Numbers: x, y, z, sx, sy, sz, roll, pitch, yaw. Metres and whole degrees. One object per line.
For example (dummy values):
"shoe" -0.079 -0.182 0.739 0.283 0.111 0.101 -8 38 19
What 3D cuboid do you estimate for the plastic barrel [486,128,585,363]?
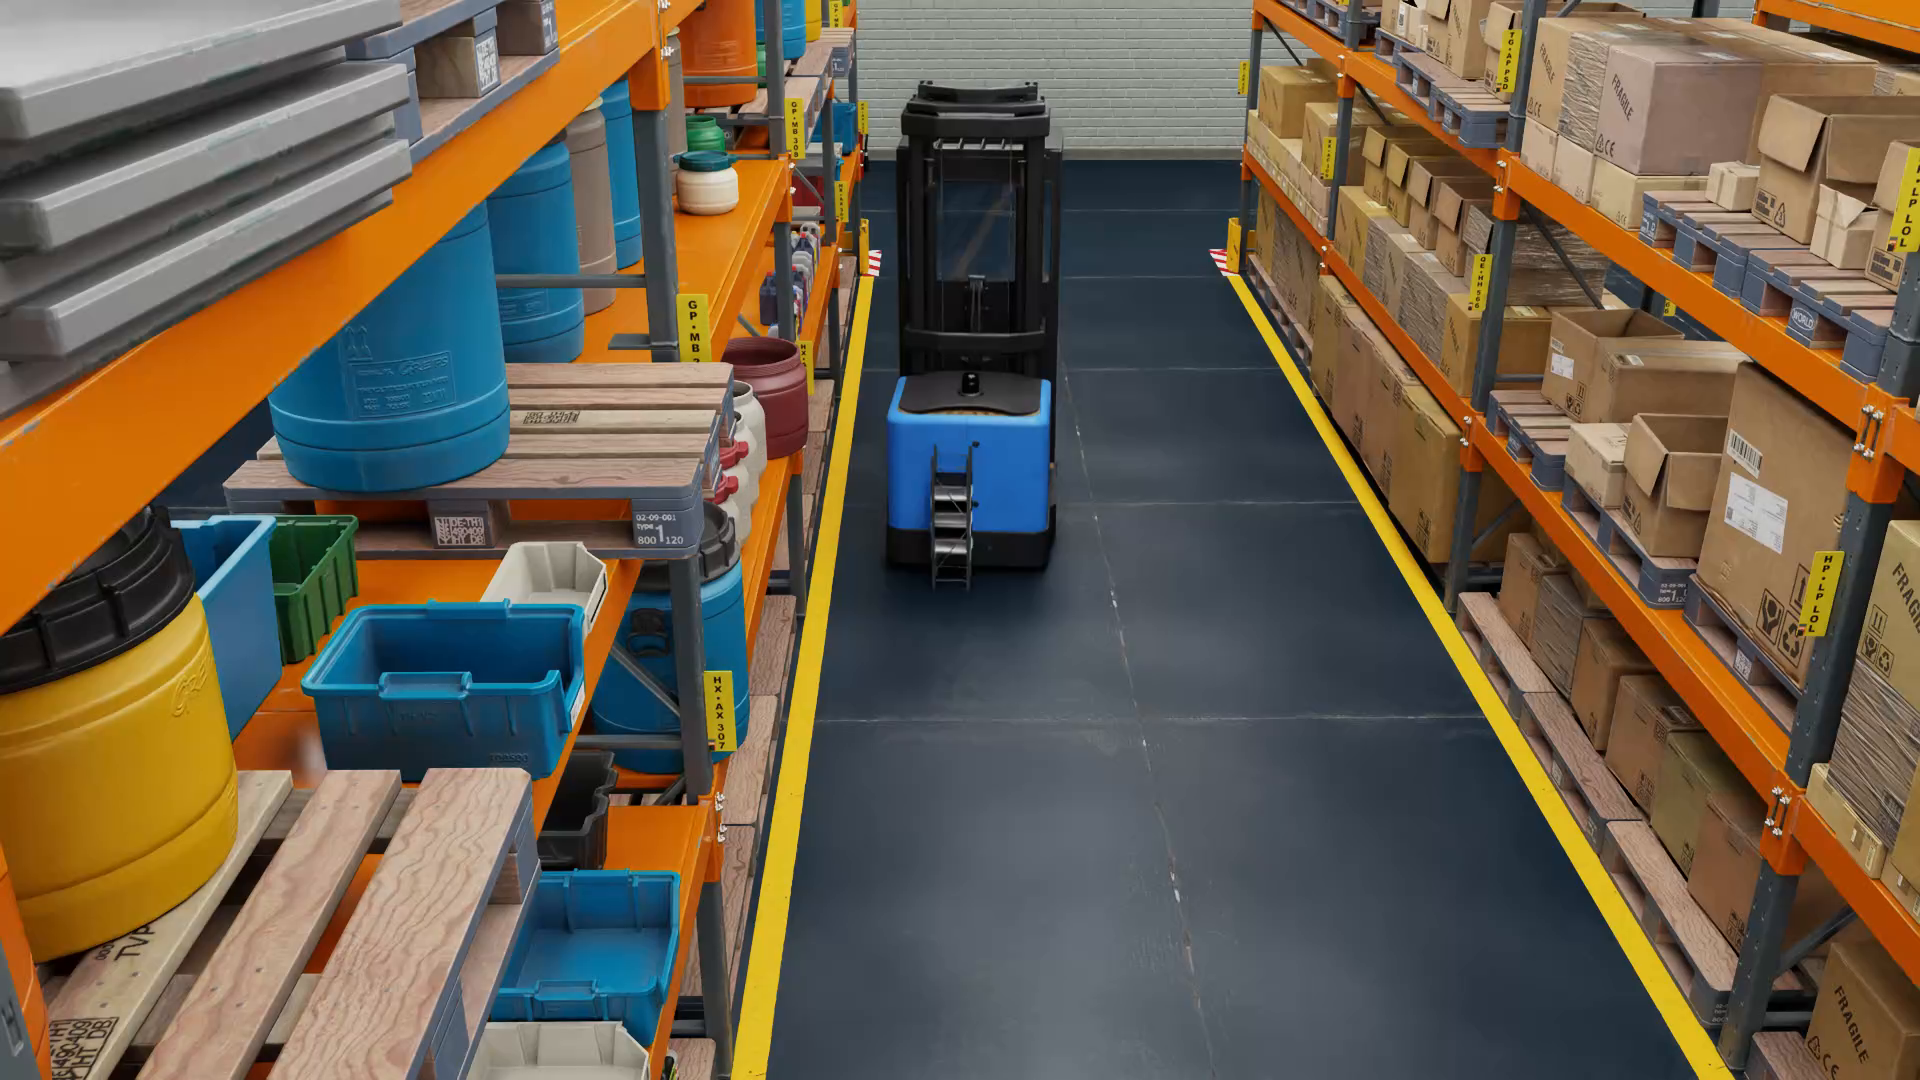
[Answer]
"plastic barrel" -1.627 -1.069 5.725 0.600 0.901 0.708 0 24 -1

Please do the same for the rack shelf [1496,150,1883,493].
"rack shelf" 3.527 -1.150 7.386 1.077 0.370 4.000 0 24 -1

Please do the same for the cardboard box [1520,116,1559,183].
"cardboard box" 3.255 -2.039 8.661 0.500 0.250 0.500 0 24 0

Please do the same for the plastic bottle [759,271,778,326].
"plastic bottle" -1.293 -1.652 11.322 0.144 0.351 0.185 0 24 -1

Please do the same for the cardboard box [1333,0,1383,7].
"cardboard box" 3.393 -4.555 13.289 0.700 0.500 0.500 -2 24 -4

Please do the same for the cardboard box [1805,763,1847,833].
"cardboard box" 3.250 0.917 5.887 0.380 0.149 0.250 0 24 -1

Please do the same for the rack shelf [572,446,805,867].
"rack shelf" -1.426 0.239 7.955 1.077 0.370 4.000 0 24 -1

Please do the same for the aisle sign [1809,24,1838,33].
"aisle sign" 8.678 -5.429 16.458 0.394 0.787 0.004 0 24 -1

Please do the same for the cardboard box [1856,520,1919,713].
"cardboard box" 3.299 0.263 5.334 0.500 0.500 0.500 0 24 -1

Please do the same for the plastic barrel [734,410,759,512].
"plastic barrel" -1.218 -0.368 8.287 0.421 0.512 0.421 0 24 0

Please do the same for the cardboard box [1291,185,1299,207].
"cardboard box" 3.119 -3.018 14.587 0.380 0.149 0.250 0 24 0

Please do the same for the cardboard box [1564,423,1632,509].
"cardboard box" 3.293 -0.367 8.094 0.500 0.250 0.500 -1 24 -2

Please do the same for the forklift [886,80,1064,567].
"forklift" 0.143 -1.729 11.516 1.130 2.935 3.031 2 24 4

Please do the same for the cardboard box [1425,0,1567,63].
"cardboard box" 3.461 -3.382 10.814 0.797 0.503 0.637 -1 24 -1

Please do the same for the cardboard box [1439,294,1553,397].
"cardboard box" 3.252 -1.183 10.105 0.500 0.500 0.500 0 24 1

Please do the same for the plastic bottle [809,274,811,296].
"plastic bottle" -1.124 -1.849 11.938 0.097 0.201 0.097 0 24 0

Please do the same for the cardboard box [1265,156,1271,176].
"cardboard box" 3.105 -3.546 15.756 0.380 0.149 0.250 -1 24 -2

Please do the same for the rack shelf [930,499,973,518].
"rack shelf" -0.051 -0.189 10.439 0.258 0.077 0.200 2 24 4

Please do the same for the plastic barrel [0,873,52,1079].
"plastic barrel" -1.493 0.430 1.989 0.600 0.830 0.708 0 24 -1

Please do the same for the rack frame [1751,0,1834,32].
"rack frame" 8.378 -4.213 16.924 1.000 3.000 0.127 0 24 -1

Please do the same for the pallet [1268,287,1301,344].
"pallet" 3.515 -2.131 15.705 1.003 0.211 1.213 0 24 -1

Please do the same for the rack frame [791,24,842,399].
"rack frame" -1.491 -2.562 13.274 1.000 3.000 0.127 0 24 -1

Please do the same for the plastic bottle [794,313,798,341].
"plastic bottle" -1.093 -1.381 10.805 0.061 0.283 0.133 0 24 -1

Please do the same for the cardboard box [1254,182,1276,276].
"cardboard box" 3.505 -3.192 16.736 0.875 0.875 0.875 0 24 -1

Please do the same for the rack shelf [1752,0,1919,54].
"rack shelf" 8.400 -4.428 14.632 1.077 0.370 4.000 0 24 -1

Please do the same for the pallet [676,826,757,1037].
"pallet" -1.452 1.682 7.275 1.003 0.211 1.213 0 24 -1

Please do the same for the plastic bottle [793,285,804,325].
"plastic bottle" -1.144 -1.608 11.316 0.152 0.276 0.135 0 24 -1

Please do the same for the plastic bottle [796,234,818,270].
"plastic bottle" -1.160 -2.194 12.611 0.152 0.276 0.135 0 24 -1

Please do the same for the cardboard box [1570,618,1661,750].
"cardboard box" 3.564 0.741 8.471 0.700 0.500 0.500 2 24 4

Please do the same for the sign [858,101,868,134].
"sign" -0.985 -4.293 16.905 0.100 0.325 0.005 0 24 -1

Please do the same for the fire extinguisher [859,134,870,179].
"fire extinguisher" -1.082 -4.069 17.153 0.296 0.674 0.183 0 24 -1

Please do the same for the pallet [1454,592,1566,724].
"pallet" 3.512 0.657 9.541 1.003 0.211 1.213 0 24 -1

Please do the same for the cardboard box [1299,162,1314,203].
"cardboard box" 3.186 -3.045 14.164 0.500 0.250 0.500 0 24 1

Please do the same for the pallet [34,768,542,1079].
"pallet" -1.272 0.761 2.516 1.003 0.211 1.213 0 24 -1

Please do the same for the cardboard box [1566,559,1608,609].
"cardboard box" 3.558 0.156 8.855 0.500 0.250 0.500 2 24 5

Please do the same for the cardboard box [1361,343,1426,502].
"cardboard box" 3.516 -0.811 11.471 1.225 0.875 0.875 0 24 0

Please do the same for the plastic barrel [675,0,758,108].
"plastic barrel" -1.451 -2.901 9.353 0.600 0.830 0.708 0 24 -1

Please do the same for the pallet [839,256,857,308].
"pallet" -1.565 -2.599 16.741 1.003 0.211 1.213 0 24 -1

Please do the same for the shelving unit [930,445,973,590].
"shelving unit" -0.051 -0.137 10.462 0.258 0.900 0.210 2 24 4

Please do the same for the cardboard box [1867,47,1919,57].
"cardboard box" 8.652 -4.239 15.287 0.500 0.500 0.500 1 24 2

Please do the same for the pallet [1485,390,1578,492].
"pallet" 3.619 -0.555 9.070 1.213 0.211 1.003 0 24 -1

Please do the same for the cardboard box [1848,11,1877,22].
"cardboard box" 8.142 -4.683 14.506 0.500 0.250 0.500 0 24 -1

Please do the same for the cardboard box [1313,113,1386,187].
"cardboard box" 3.189 -3.181 13.554 0.500 0.500 0.500 0 24 1

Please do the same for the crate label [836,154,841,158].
"crate label" -1.329 -3.548 15.701 0.396 0.136 0.243 0 24 -1

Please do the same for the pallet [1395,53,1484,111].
"pallet" 3.430 -2.942 10.704 1.003 0.211 1.213 1 24 2

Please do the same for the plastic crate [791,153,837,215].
"plastic crate" -1.250 -2.987 14.064 0.402 0.464 0.583 0 24 -1

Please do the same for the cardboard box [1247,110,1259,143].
"cardboard box" 3.153 -4.100 16.497 0.500 0.250 0.500 -1 24 -2

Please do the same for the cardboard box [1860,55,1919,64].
"cardboard box" 8.122 -4.031 14.827 0.500 0.500 0.500 -1 24 -2

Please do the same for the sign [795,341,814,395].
"sign" -0.898 -0.993 9.608 0.100 0.325 0.005 0 24 -1

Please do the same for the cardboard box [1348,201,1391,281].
"cardboard box" 3.223 -2.232 12.423 0.500 0.500 0.500 0 24 0

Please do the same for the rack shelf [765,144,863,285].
"rack shelf" -1.513 -3.058 15.244 1.077 0.370 4.000 0 24 -1

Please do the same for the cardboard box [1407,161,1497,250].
"cardboard box" 3.495 -2.284 11.322 0.797 0.503 0.637 1 24 1

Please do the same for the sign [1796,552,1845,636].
"sign" 2.994 0.189 5.787 0.100 0.325 0.005 0 24 -1

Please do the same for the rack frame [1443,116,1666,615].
"rack frame" 3.505 -0.936 9.679 1.000 3.000 0.127 0 24 -1

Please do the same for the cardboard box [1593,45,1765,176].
"cardboard box" 3.267 -1.965 7.586 0.500 0.500 0.500 -1 24 -2
